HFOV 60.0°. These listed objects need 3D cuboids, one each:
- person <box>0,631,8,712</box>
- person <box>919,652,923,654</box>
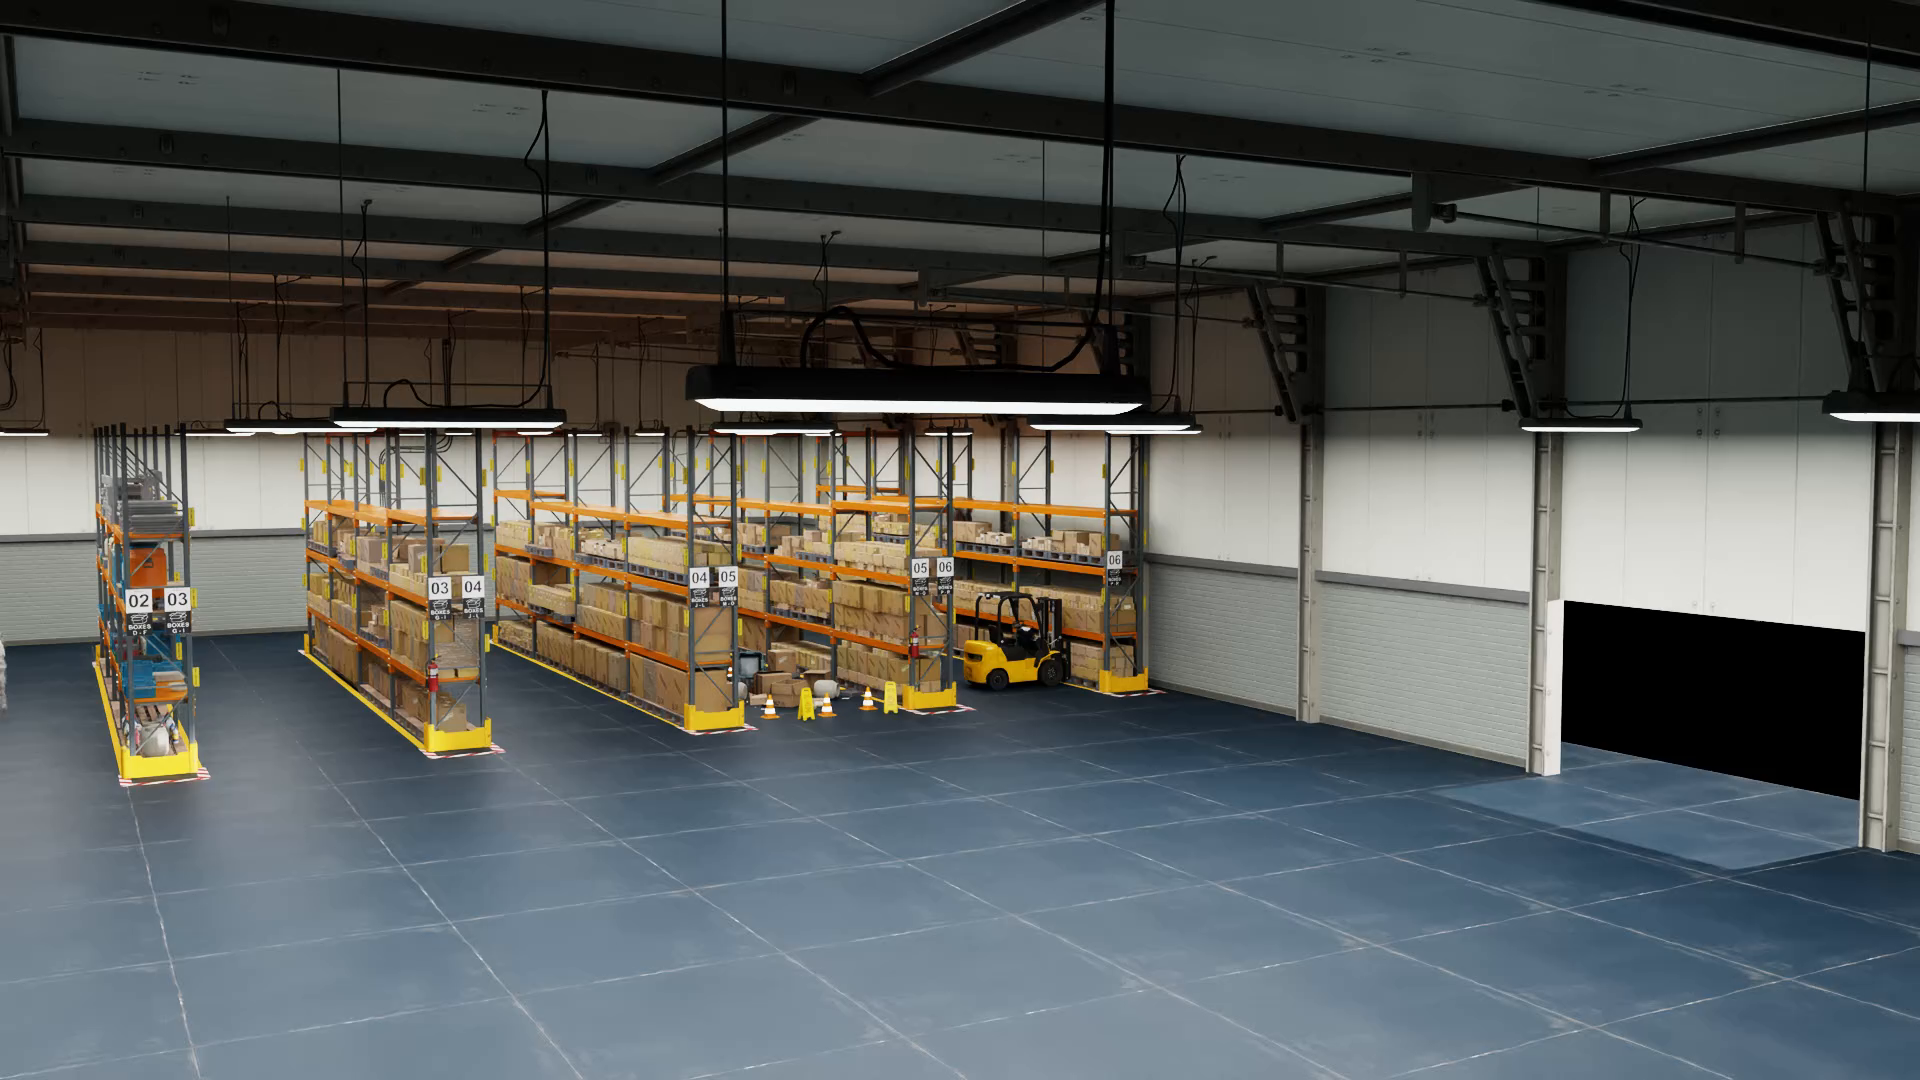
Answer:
[{"bbox_3d":[-20.140,2.698,34.631,0.550,1.771,0.957,-3,5,-43],"label":"person"},{"bbox_3d":[-1.155,2.214,41.006,0.608,1.740,0.683,-2,4,-30],"label":"person"}]
